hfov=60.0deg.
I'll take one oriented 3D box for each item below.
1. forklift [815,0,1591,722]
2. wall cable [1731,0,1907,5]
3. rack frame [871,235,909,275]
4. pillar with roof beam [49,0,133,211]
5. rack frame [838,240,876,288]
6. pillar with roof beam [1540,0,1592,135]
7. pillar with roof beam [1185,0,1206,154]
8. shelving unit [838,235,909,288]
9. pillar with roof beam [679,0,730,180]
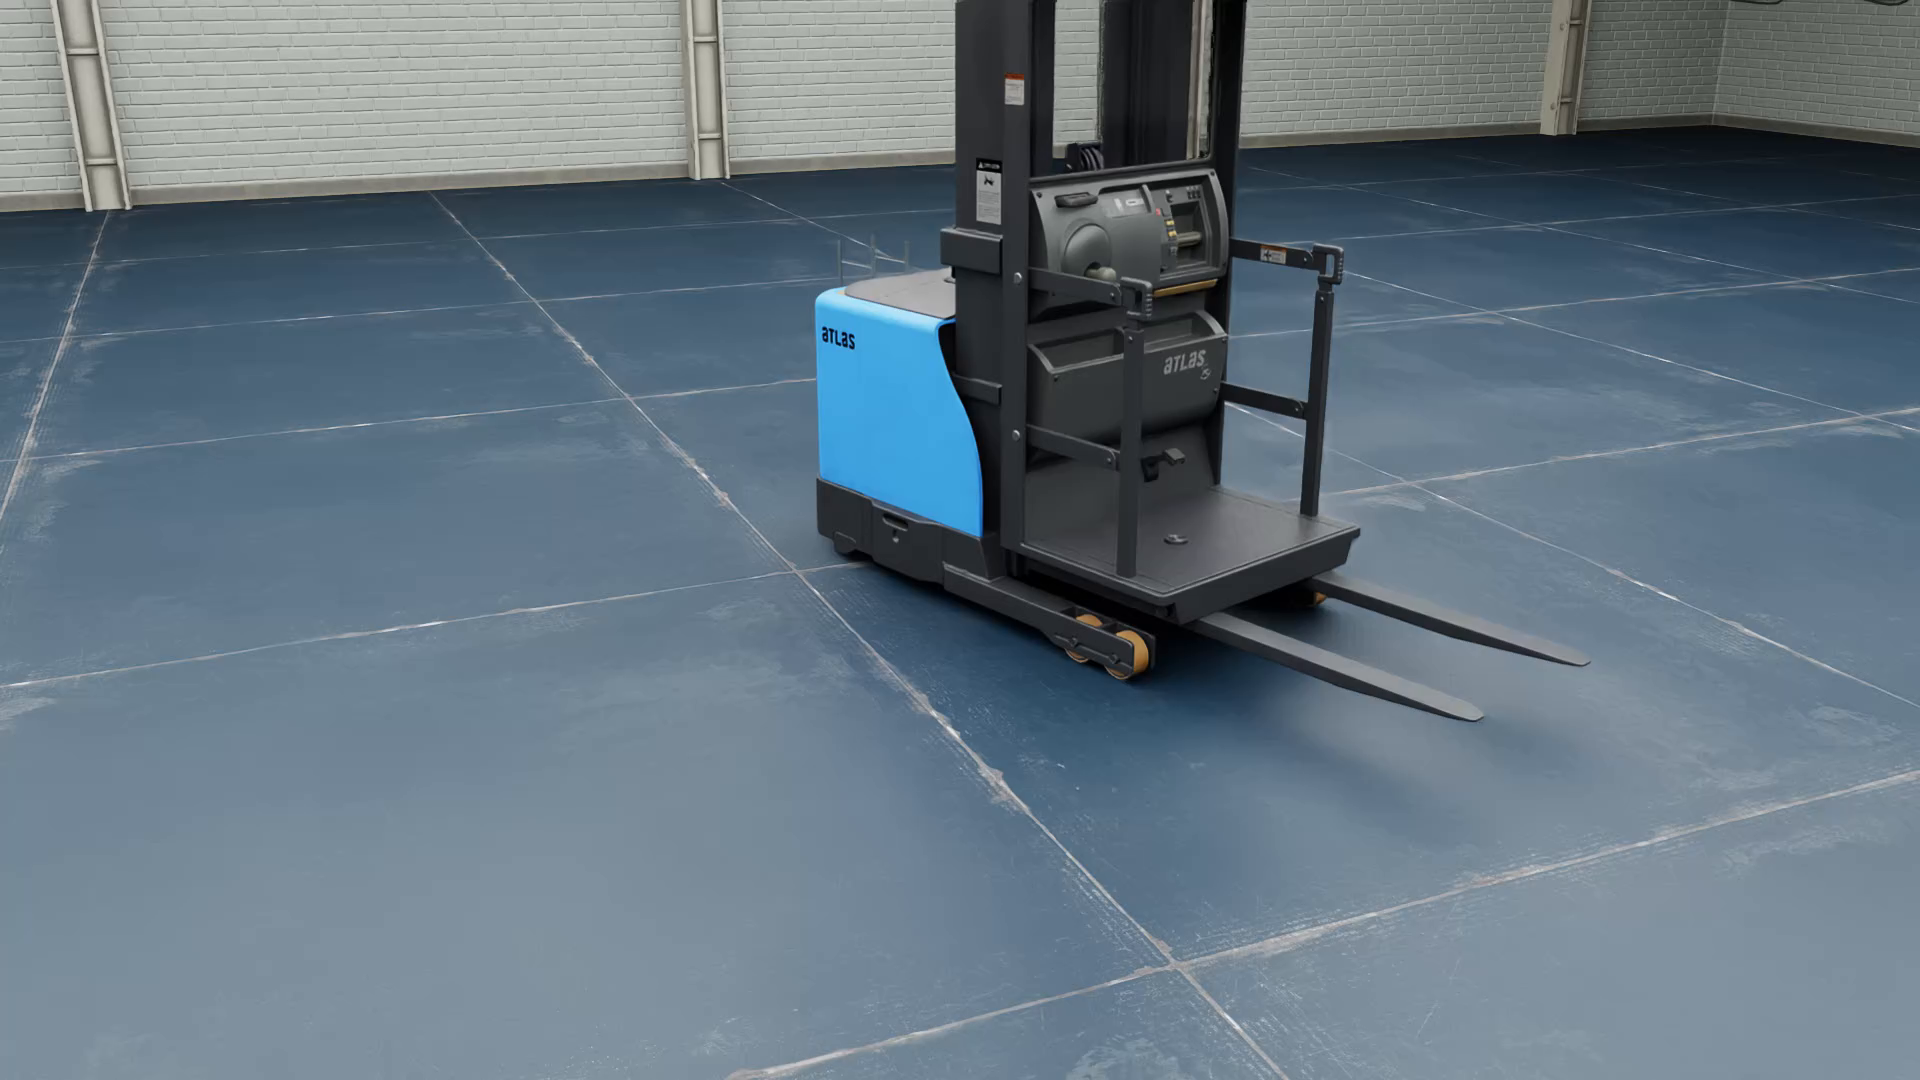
[{"bbox_3d":[0.755,-1.096,5.721,1.130,2.935,3.031,-16,25,-38],"label":"forklift"},{"bbox_3d":[11.466,-8.367,21.912,0.112,2.526,3.097,-8,21,-22],"label":"wall cable"},{"bbox_3d":[-0.297,-0.706,7.222,0.006,1.200,0.240,-17,26,-40],"label":"rack frame"},{"bbox_3d":[-6.586,-6.167,10.987,0.400,9.000,9.100,-8,21,-22],"label":"pillar with roof beam"},{"bbox_3d":[-0.431,-0.665,7.105,0.006,1.200,0.240,-17,26,-40],"label":"rack frame"},{"bbox_3d":[9.942,-8.535,17.712,0.400,9.000,9.100,-8,21,-22],"label":"pillar with roof beam"},{"bbox_3d":[4.433,-7.746,15.471,0.400,9.000,9.100,-8,21,-22],"label":"pillar with roof beam"},{"bbox_3d":[-0.364,-0.686,7.164,0.189,1.200,0.258,-17,26,-40],"label":"shelving unit"},{"bbox_3d":[-1.076,-6.956,13.229,0.400,9.000,9.100,-8,21,-22],"label":"pillar with roof beam"}]
